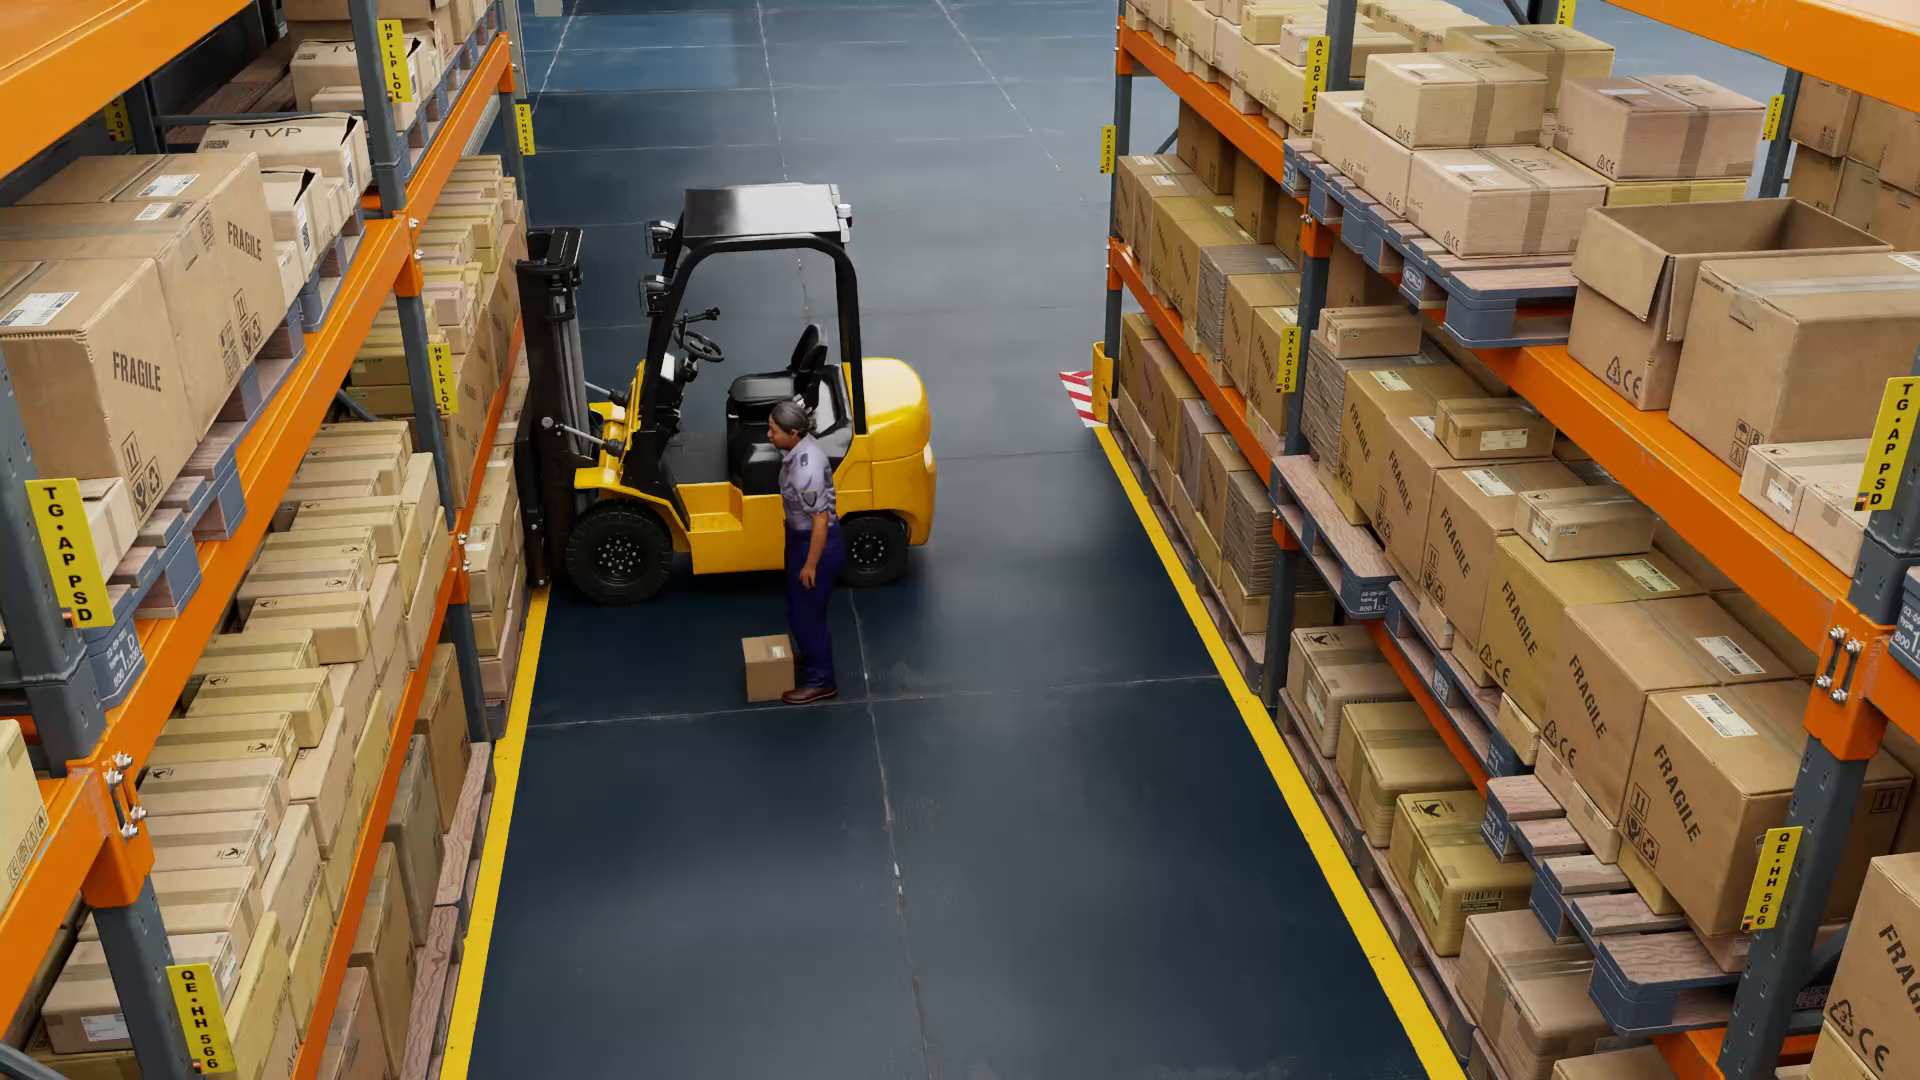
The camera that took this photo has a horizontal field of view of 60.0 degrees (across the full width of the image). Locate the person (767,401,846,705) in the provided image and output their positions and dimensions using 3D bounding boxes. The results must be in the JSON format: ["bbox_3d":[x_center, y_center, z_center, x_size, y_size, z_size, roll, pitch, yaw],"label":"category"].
[{"bbox_3d":[-0.785,0.036,8.558,0.373,1.650,0.547,-5,28,-9],"label":"person"}]
